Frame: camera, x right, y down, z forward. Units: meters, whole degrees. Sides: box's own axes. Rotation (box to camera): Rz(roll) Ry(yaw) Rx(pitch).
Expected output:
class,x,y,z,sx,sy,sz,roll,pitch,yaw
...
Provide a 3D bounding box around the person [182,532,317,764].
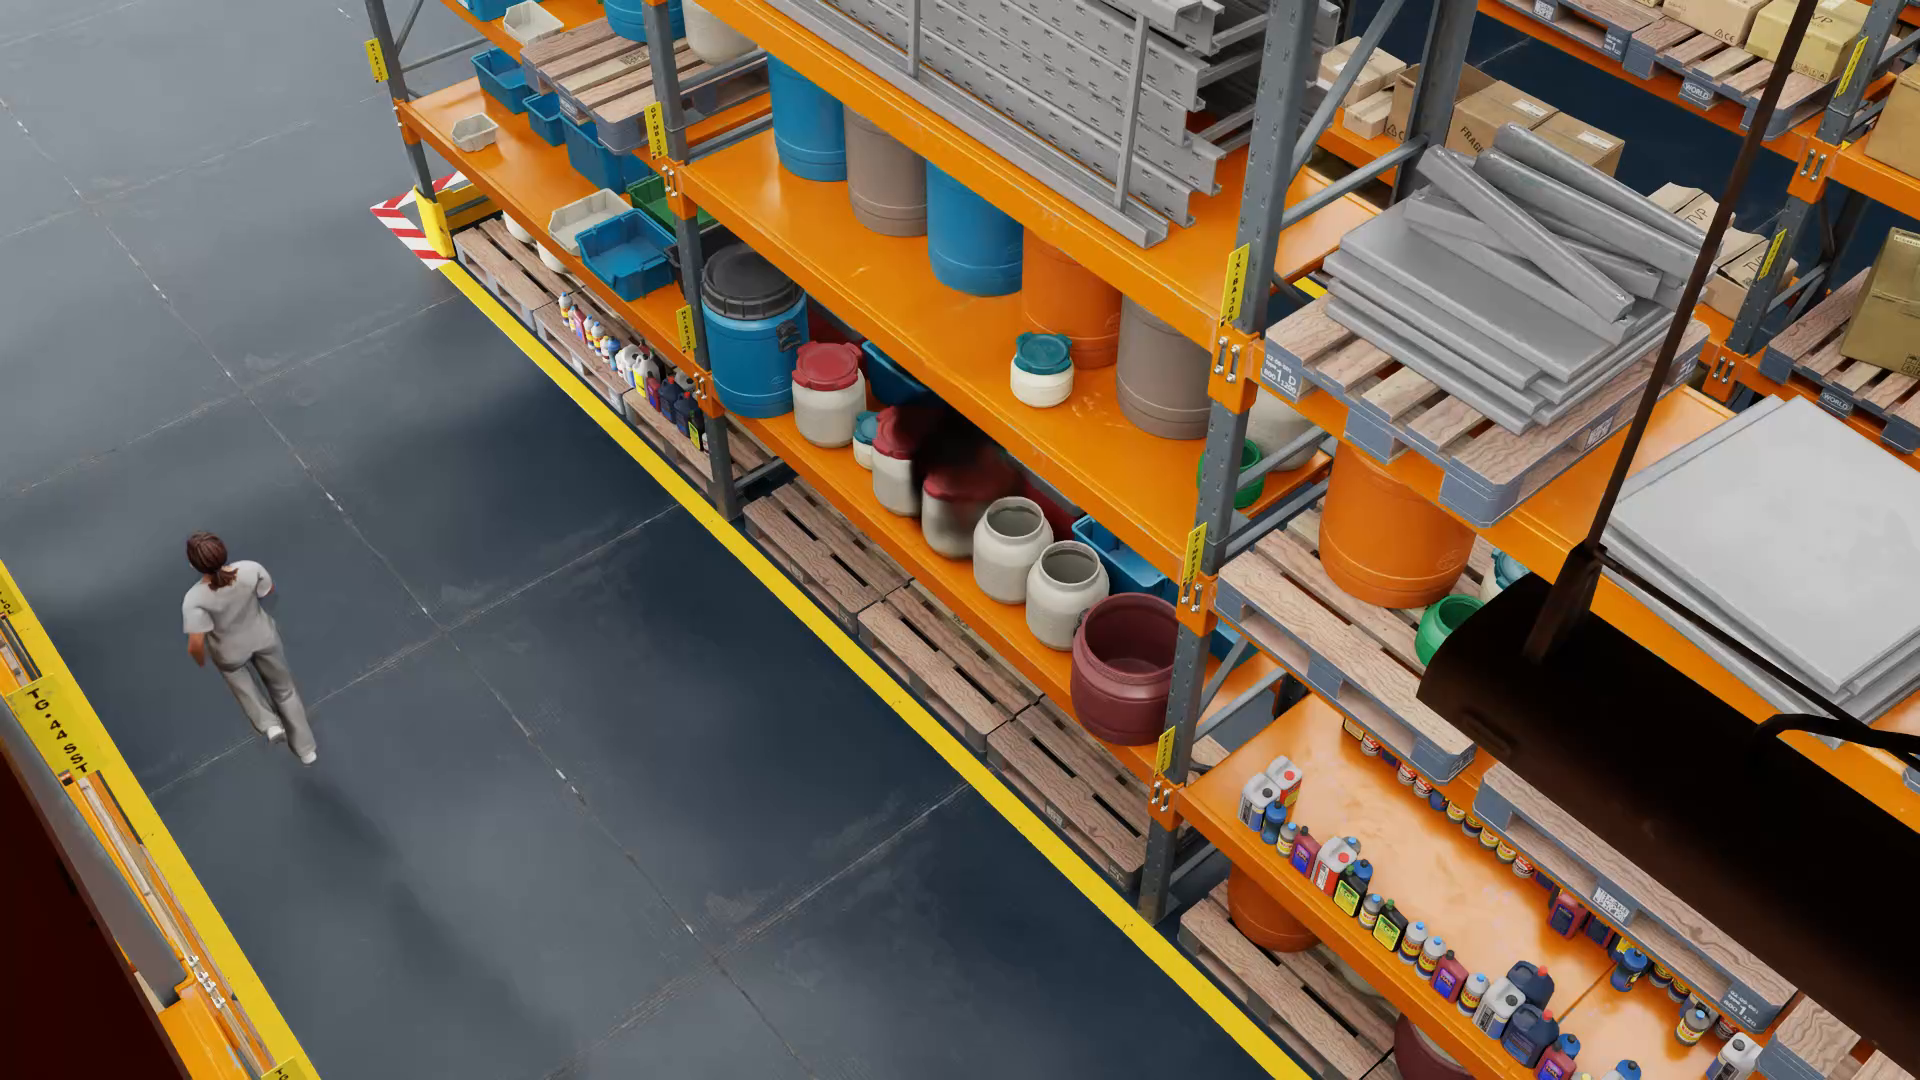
class,x,y,z,sx,sy,sz,roll,pitch,yaw
person,-3.866,0.546,8.925,0.543,1.665,0.618,-32,54,-27
